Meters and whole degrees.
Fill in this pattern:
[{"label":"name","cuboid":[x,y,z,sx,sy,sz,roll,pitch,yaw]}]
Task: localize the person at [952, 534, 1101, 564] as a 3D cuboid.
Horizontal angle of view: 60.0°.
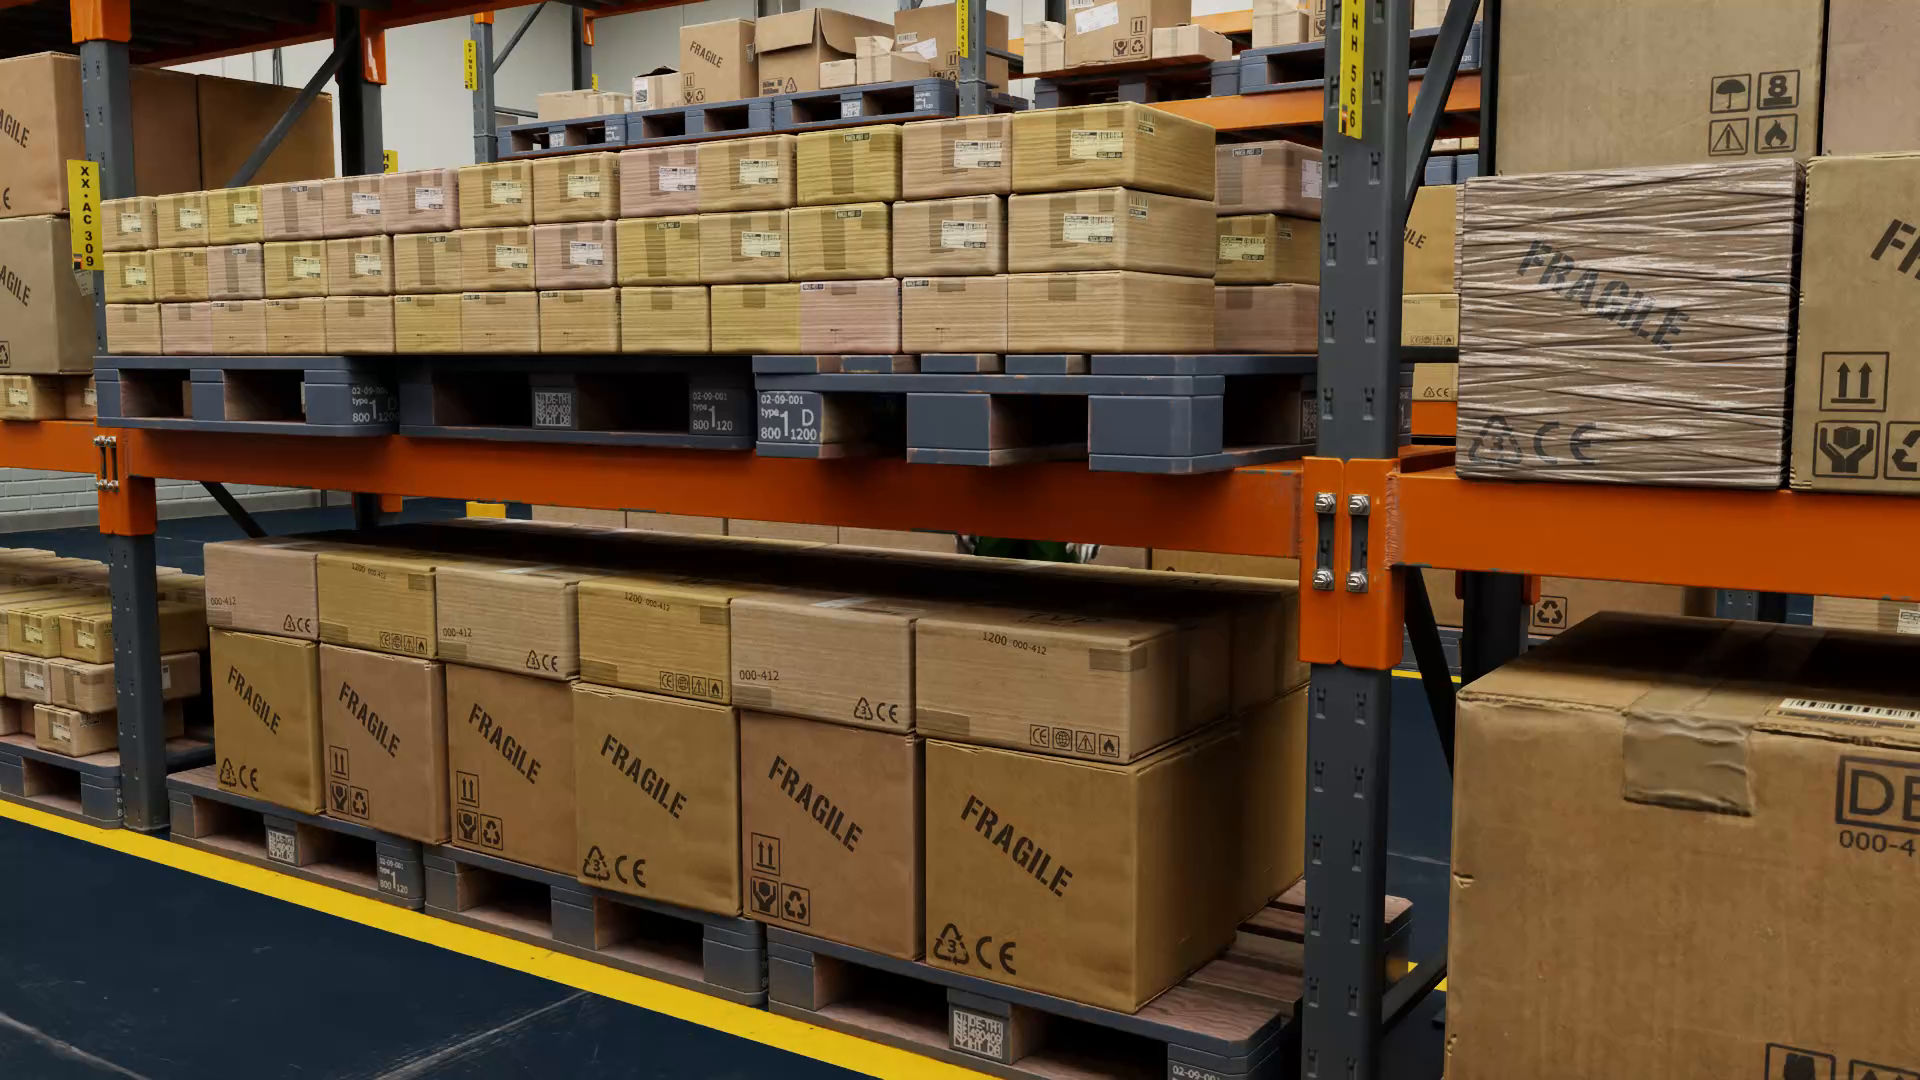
[{"label":"person","cuboid":[0.251,-0.064,6.242,0.621,1.779,0.454,4,7,32]}]
